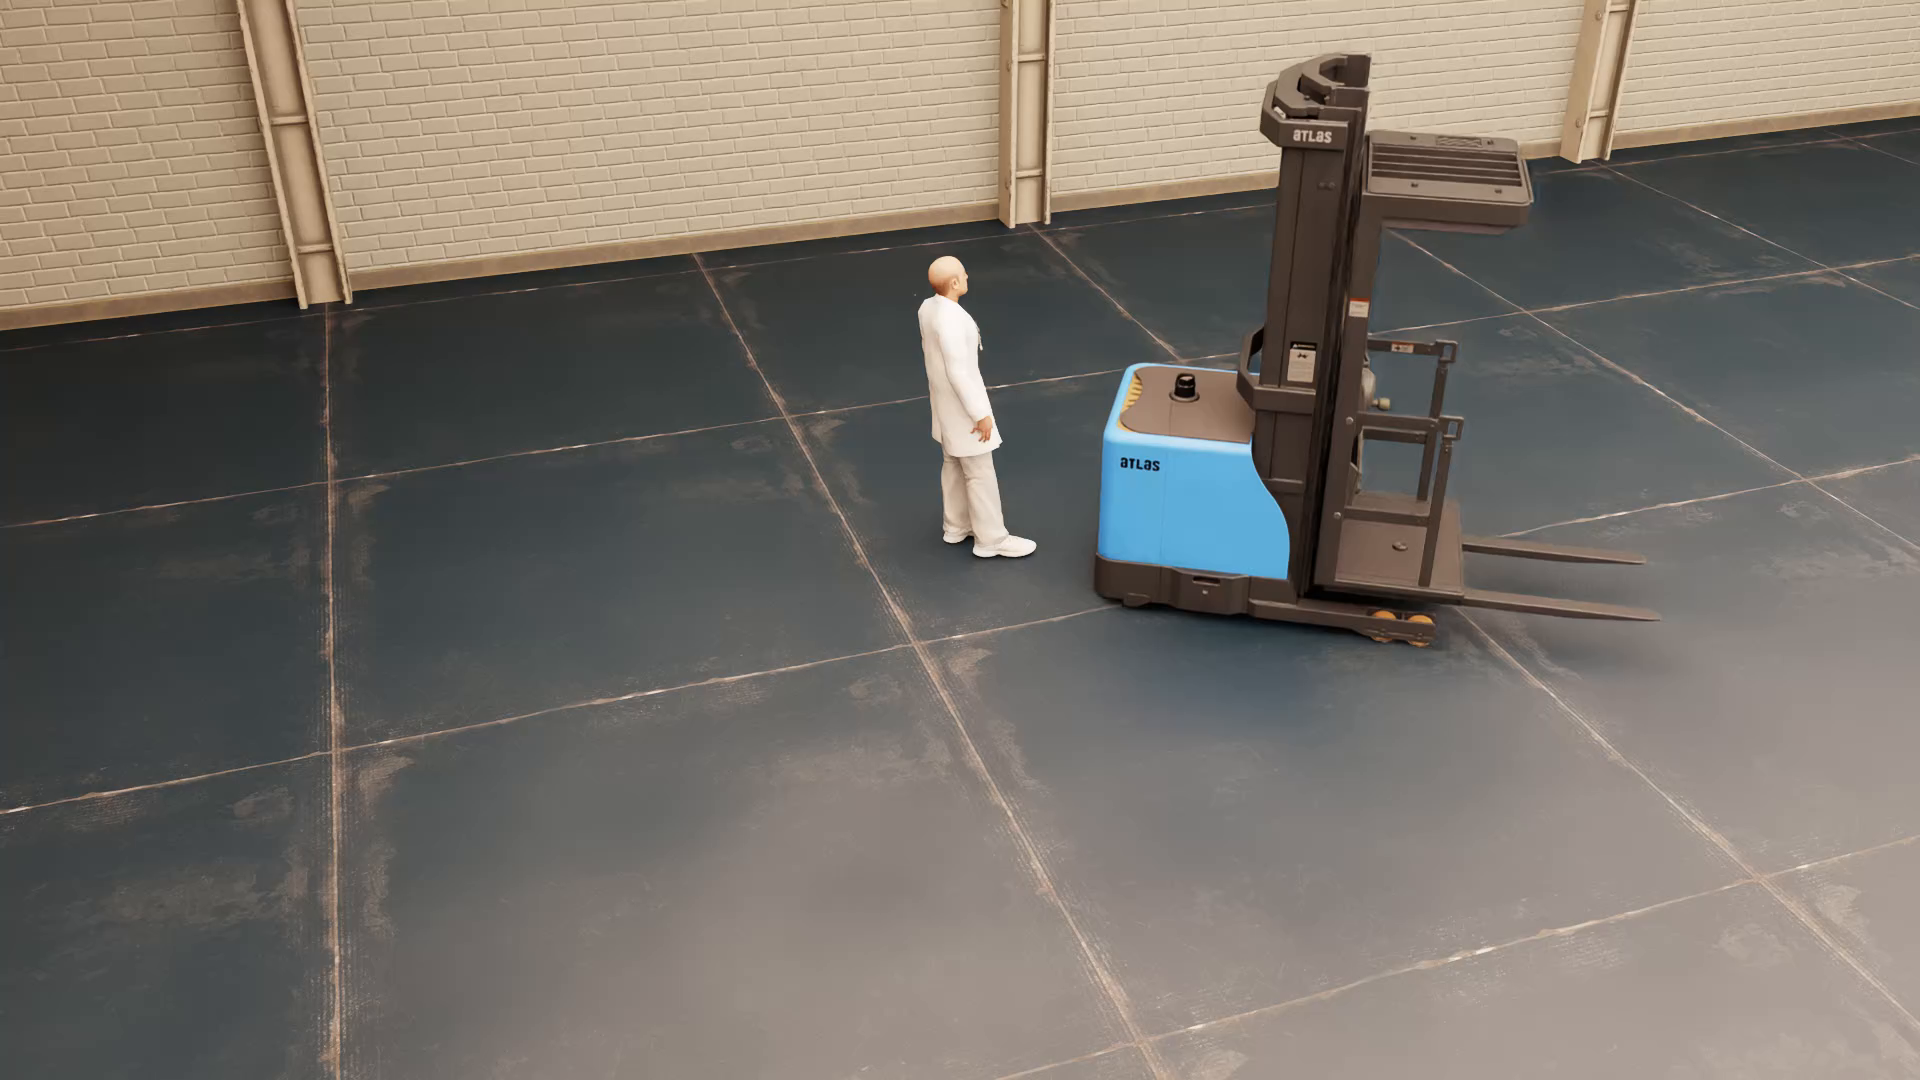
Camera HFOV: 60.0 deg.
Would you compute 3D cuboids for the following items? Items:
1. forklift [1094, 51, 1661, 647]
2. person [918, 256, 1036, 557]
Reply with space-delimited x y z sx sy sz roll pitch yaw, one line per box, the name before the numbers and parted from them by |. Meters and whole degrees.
forklift | 2.329 -0.984 8.798 3.031 2.935 1.130 6 31 11
person | 0.088 -0.790 9.601 0.578 1.777 0.698 -10 31 -16
